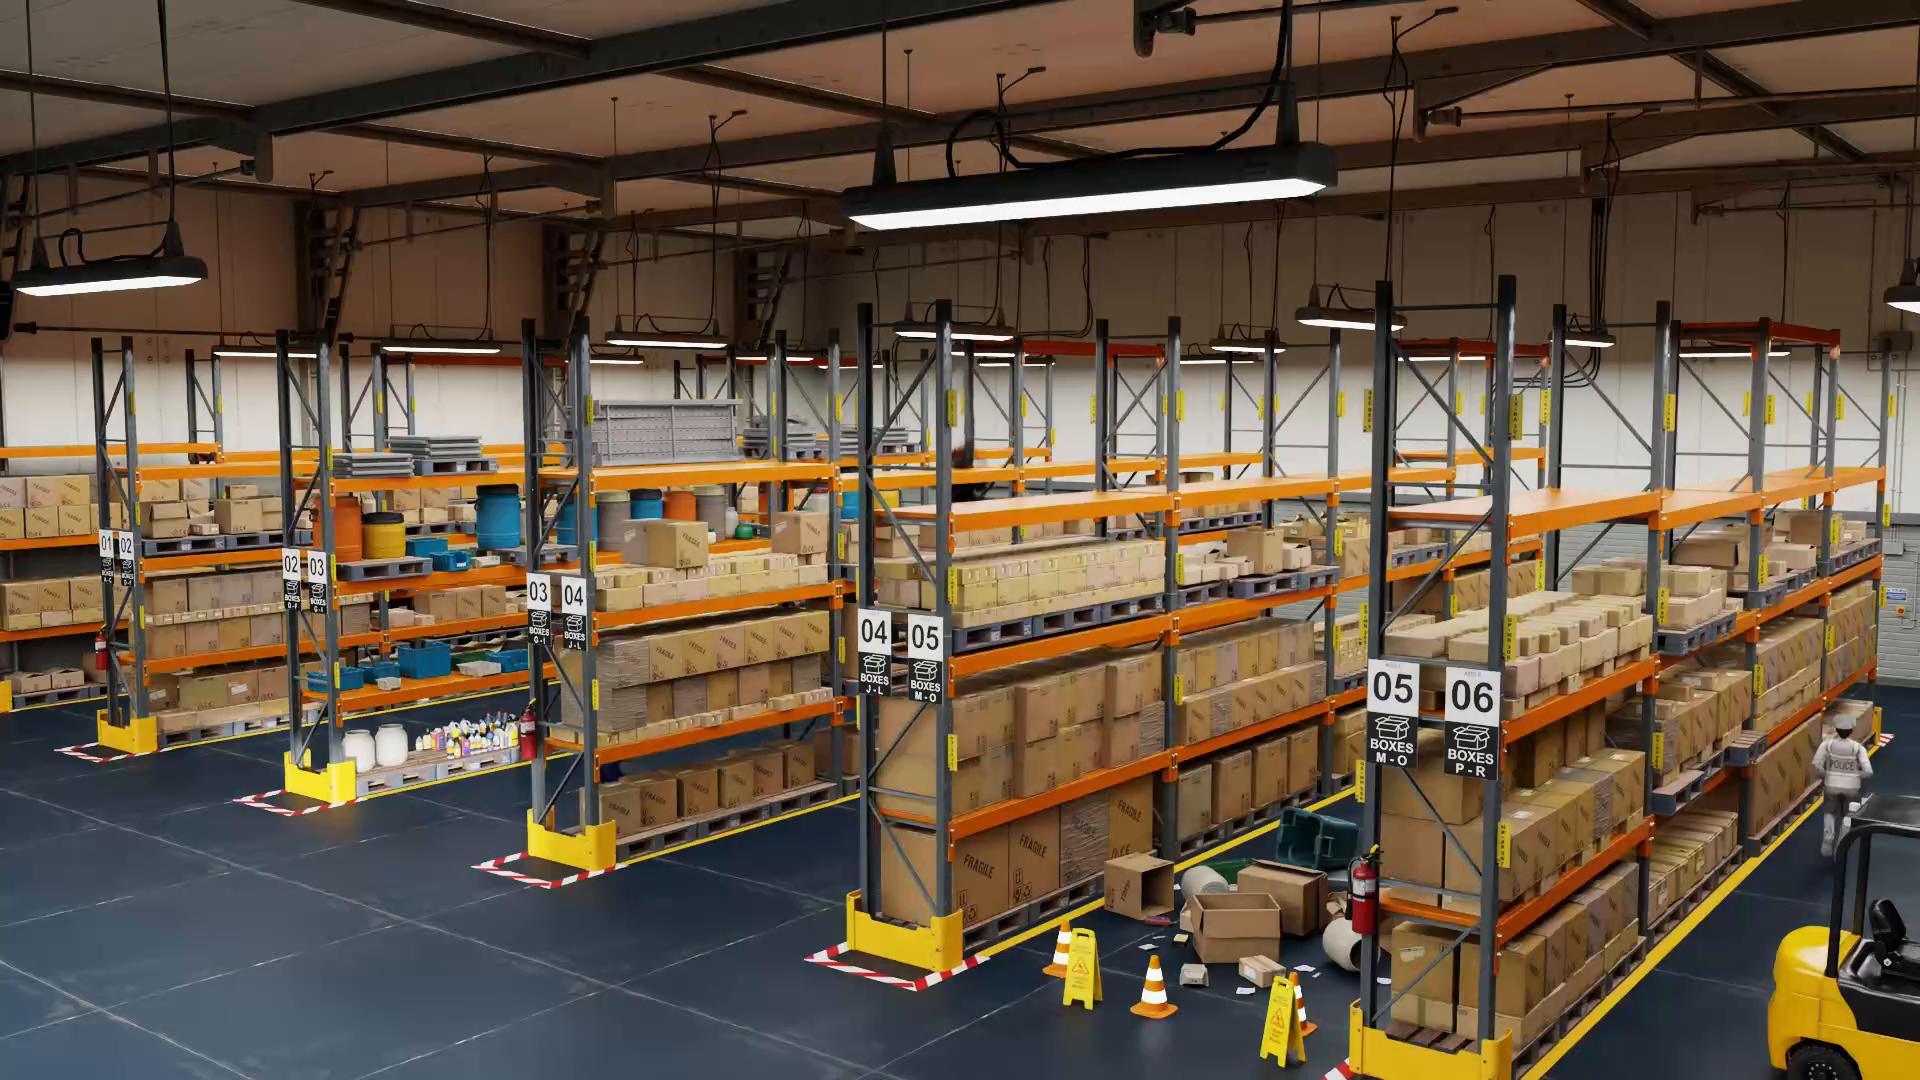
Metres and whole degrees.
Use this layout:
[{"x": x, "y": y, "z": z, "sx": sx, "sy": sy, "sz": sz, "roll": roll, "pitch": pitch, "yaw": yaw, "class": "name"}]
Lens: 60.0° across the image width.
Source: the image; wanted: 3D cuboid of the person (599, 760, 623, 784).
[{"x": -4.469, "y": 2.529, "z": 21.002, "sx": 0.585, "sy": 1.615, "sz": 0.601, "roll": 4, "pitch": 6, "yaw": 37, "class": "person"}]

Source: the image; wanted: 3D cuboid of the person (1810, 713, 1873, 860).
[{"x": 9.766, "y": 2.737, "z": 18.430, "sx": 0.608, "sy": 1.648, "sz": 0.570, "roll": 3, "pitch": 6, "yaw": 32, "class": "person"}]
